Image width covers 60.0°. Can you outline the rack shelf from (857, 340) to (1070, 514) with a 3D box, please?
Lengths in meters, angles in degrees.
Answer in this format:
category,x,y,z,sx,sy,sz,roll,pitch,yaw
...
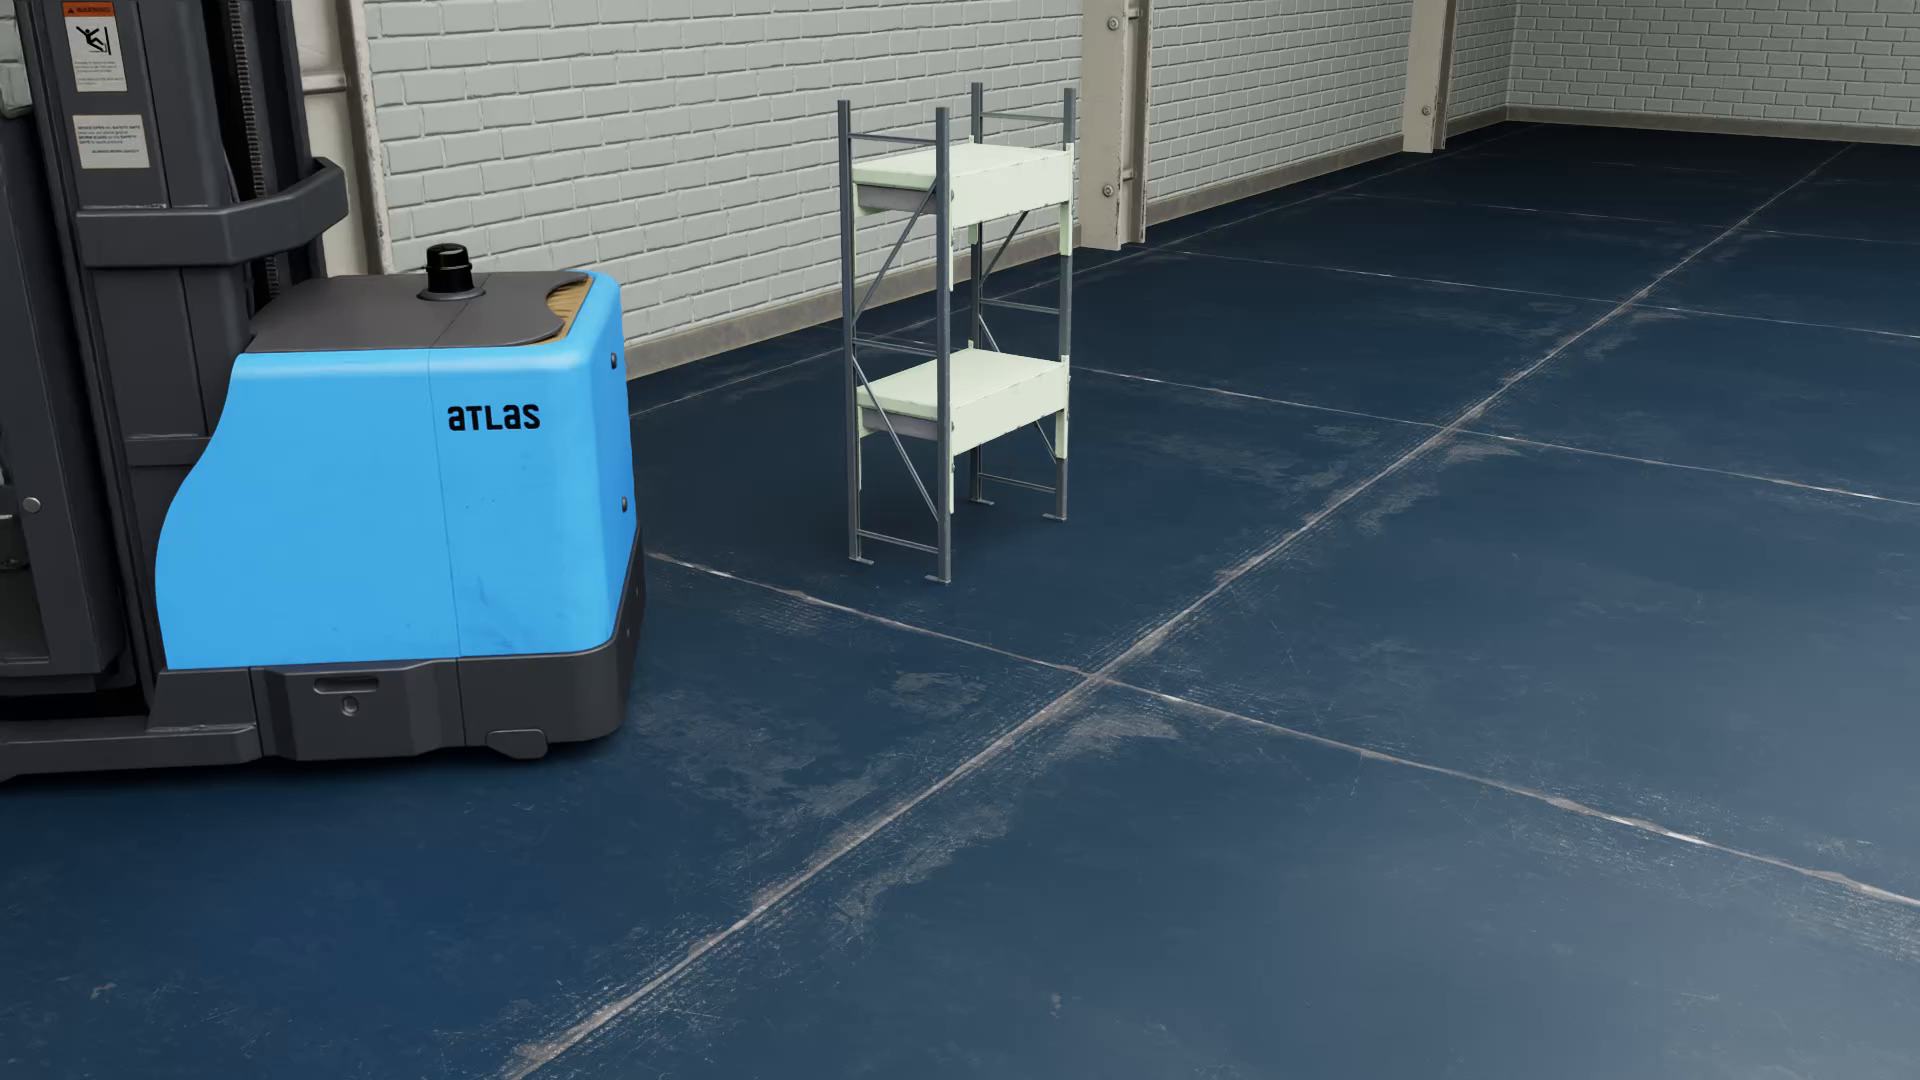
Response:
category,x,y,z,sx,sy,sz,roll,pitch,yaw
rack shelf,0.004,-0.400,5.623,0.431,0.370,0.720,13,24,32

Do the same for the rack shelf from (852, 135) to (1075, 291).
category,x,y,z,sx,sy,sz,roll,pitch,yaw
rack shelf,0.004,-1.071,5.375,0.431,0.370,0.720,13,24,32

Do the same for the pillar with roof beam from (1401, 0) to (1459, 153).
category,x,y,z,sx,sy,sz,roll,pitch,yaw
pillar with roof beam,7.943,-7.083,11.944,9.100,9.000,0.400,13,24,32

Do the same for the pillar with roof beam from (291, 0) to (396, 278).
category,x,y,z,sx,sy,sz,roll,pitch,yaw
pillar with roof beam,1.197,-3.640,2.635,9.100,9.000,0.400,13,24,32

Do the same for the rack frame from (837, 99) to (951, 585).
category,x,y,z,sx,sy,sz,roll,pitch,yaw
rack frame,-0.202,-0.600,5.226,0.400,1.500,0.023,13,24,32

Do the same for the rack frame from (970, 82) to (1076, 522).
category,x,y,z,sx,sy,sz,roll,pitch,yaw
rack frame,0.209,-0.810,5.794,0.400,1.500,0.023,13,24,32

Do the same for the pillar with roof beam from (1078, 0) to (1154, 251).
category,x,y,z,sx,sy,sz,roll,pitch,yaw
pillar with roof beam,4.570,-5.362,7.290,9.100,9.000,0.400,13,24,32

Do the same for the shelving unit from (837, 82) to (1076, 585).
category,x,y,z,sx,sy,sz,roll,pitch,yaw
shelving unit,0.004,-0.705,5.510,0.431,1.500,0.755,13,24,32

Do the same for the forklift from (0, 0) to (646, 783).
category,x,y,z,sx,sy,sz,roll,pitch,yaw
forklift,-2.420,-0.929,4.051,3.031,2.935,1.130,-2,20,-6
